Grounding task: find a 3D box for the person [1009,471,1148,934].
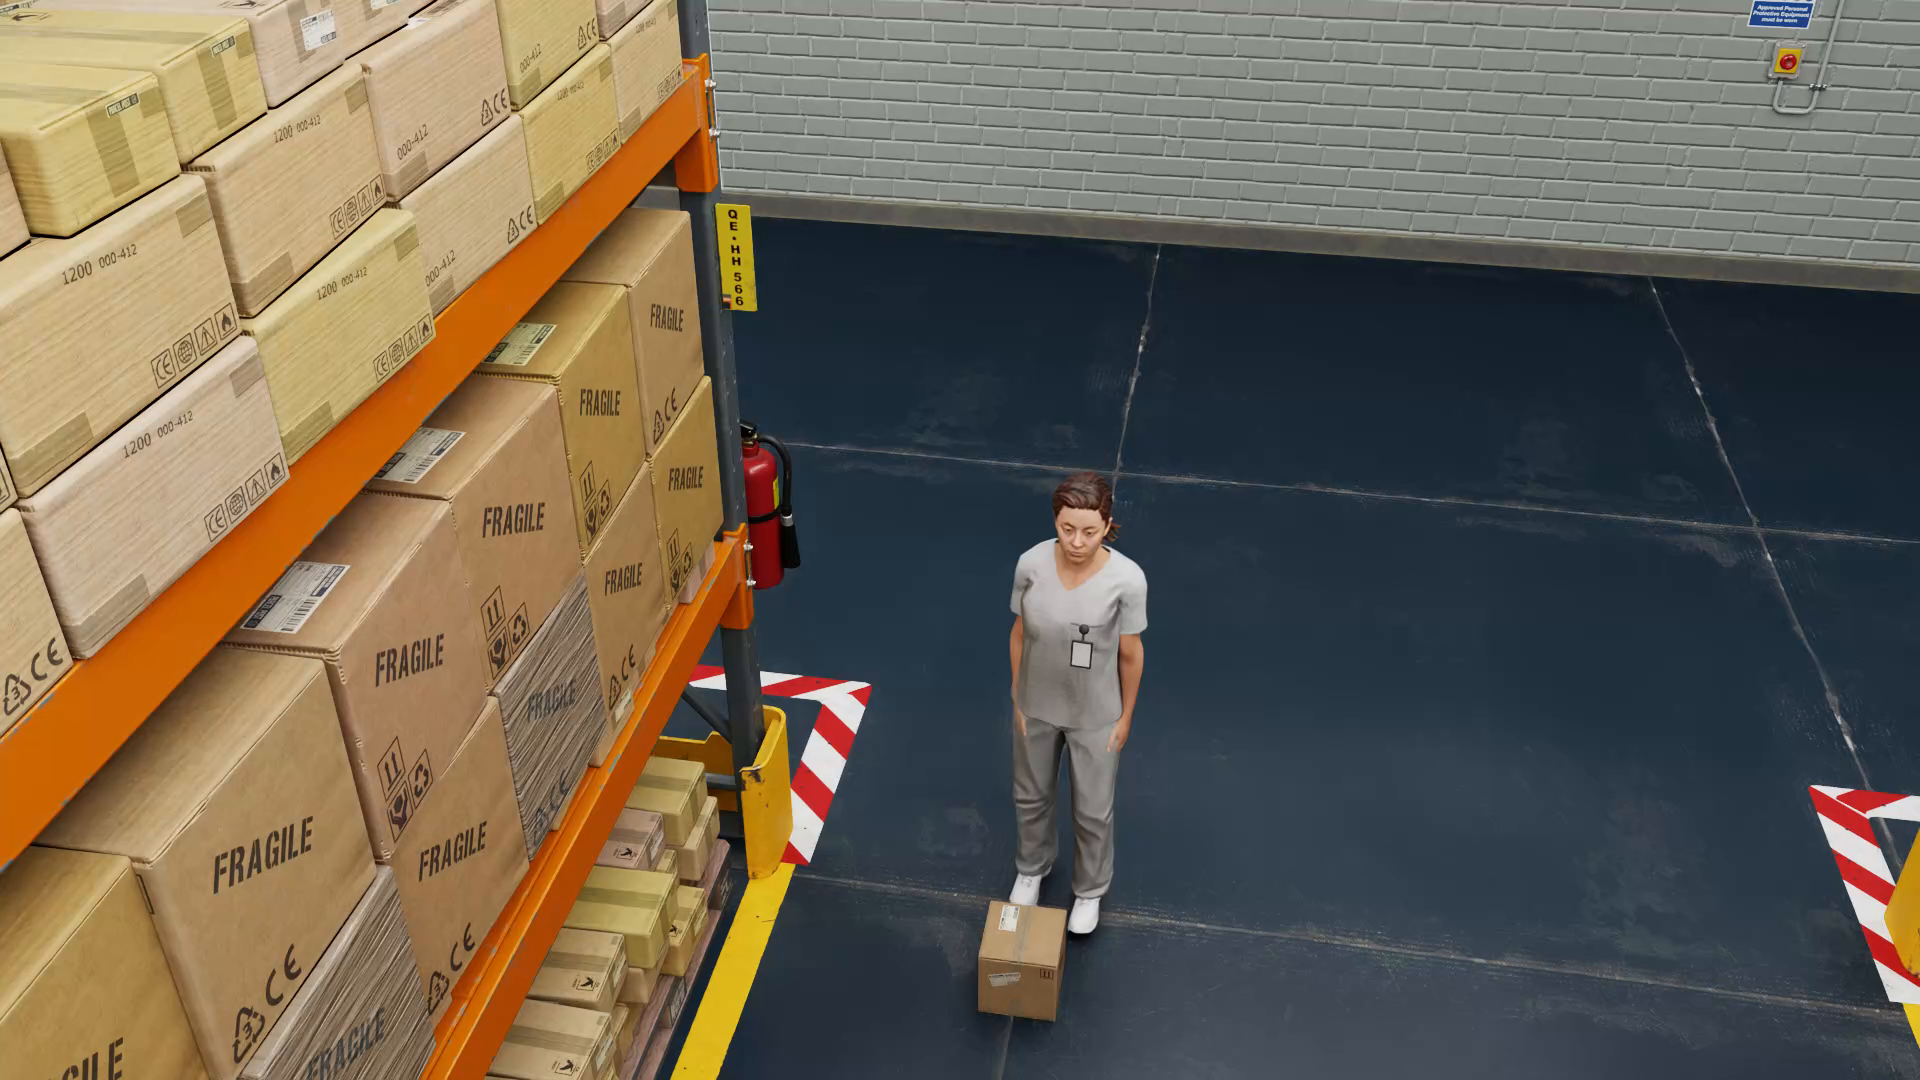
[{"bbox_3d":[0.356,0.532,5.313,0.437,1.668,0.383,11,34,17],"label":"person"}]
